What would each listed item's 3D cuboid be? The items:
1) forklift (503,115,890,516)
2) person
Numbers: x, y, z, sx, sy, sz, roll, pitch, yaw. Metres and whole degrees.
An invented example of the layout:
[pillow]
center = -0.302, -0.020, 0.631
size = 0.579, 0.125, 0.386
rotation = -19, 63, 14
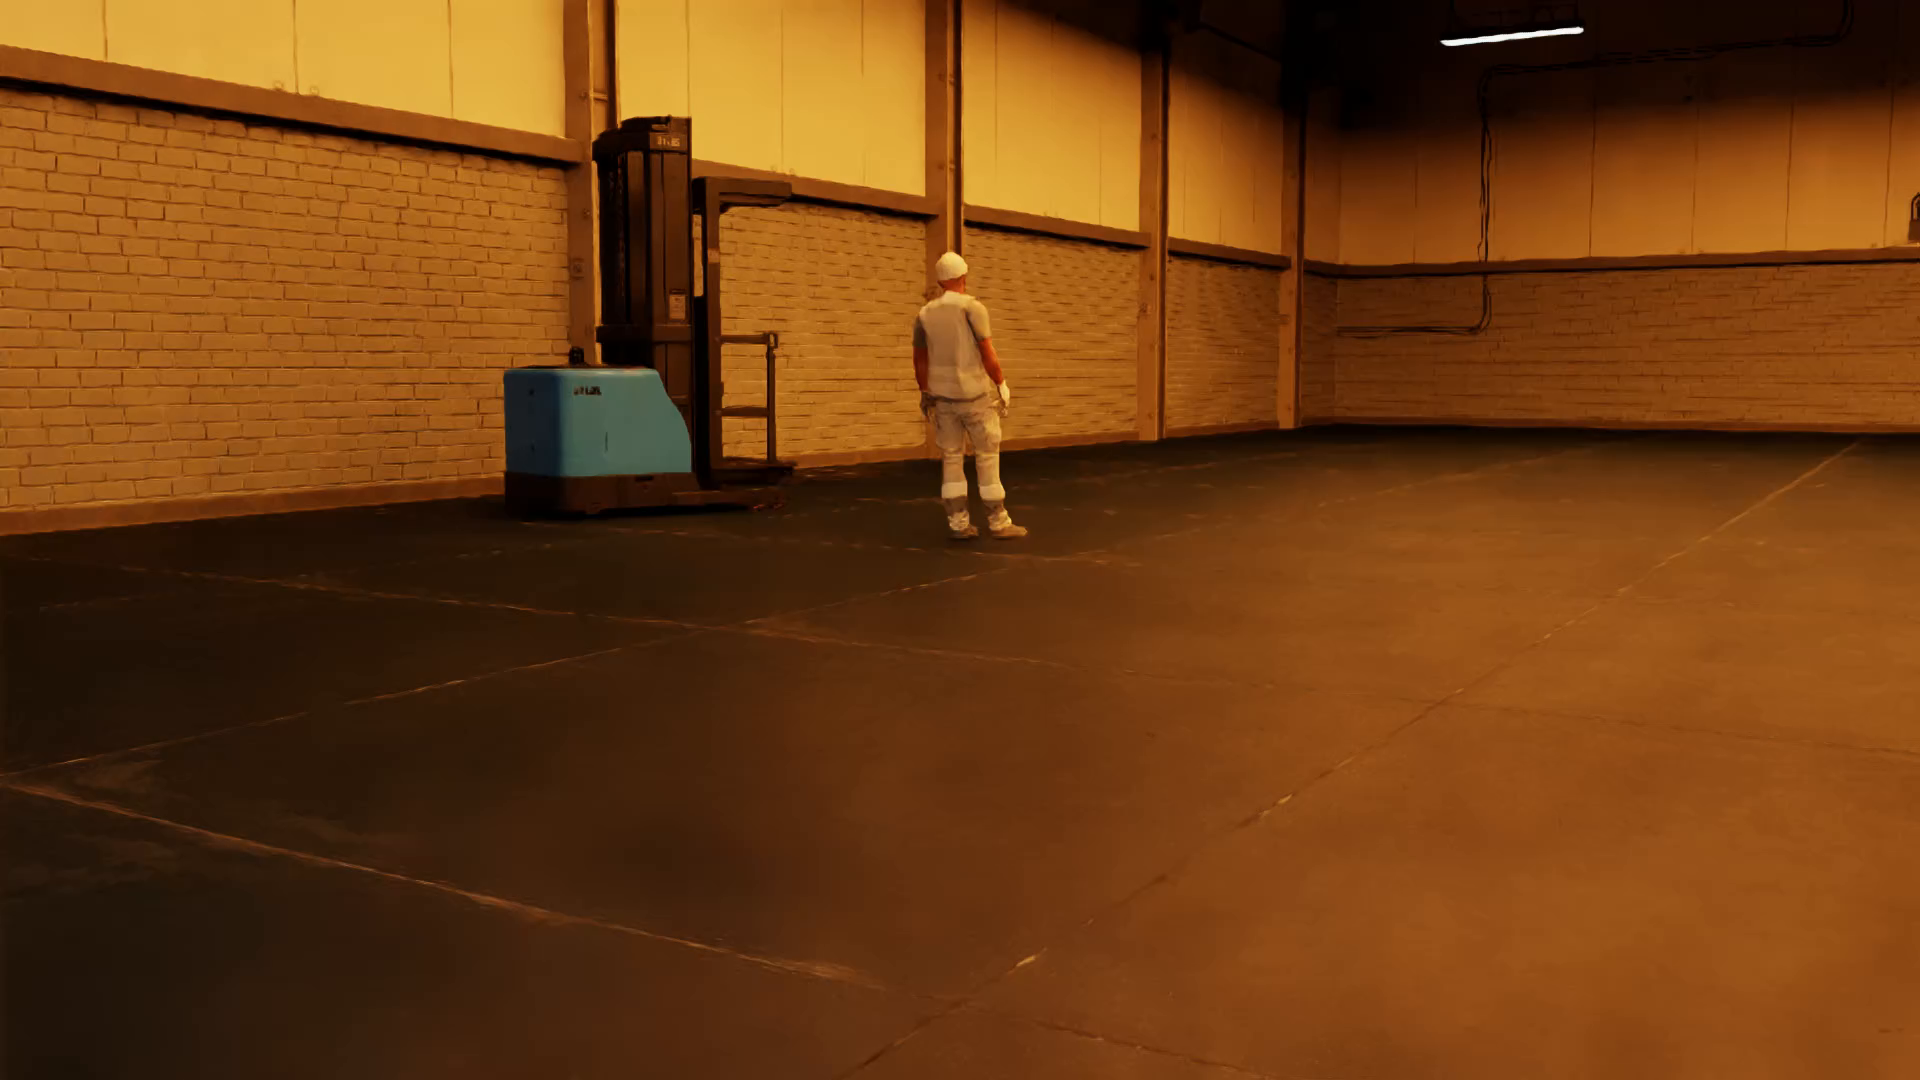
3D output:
[forklift]
center = -1.971, -1.729, 12.985
size = 3.031, 2.935, 1.130
rotation = -5, 8, -38
[person]
center = 0.051, -0.903, 10.470
size = 0.637, 1.787, 0.563
rotation = 4, 7, 31
